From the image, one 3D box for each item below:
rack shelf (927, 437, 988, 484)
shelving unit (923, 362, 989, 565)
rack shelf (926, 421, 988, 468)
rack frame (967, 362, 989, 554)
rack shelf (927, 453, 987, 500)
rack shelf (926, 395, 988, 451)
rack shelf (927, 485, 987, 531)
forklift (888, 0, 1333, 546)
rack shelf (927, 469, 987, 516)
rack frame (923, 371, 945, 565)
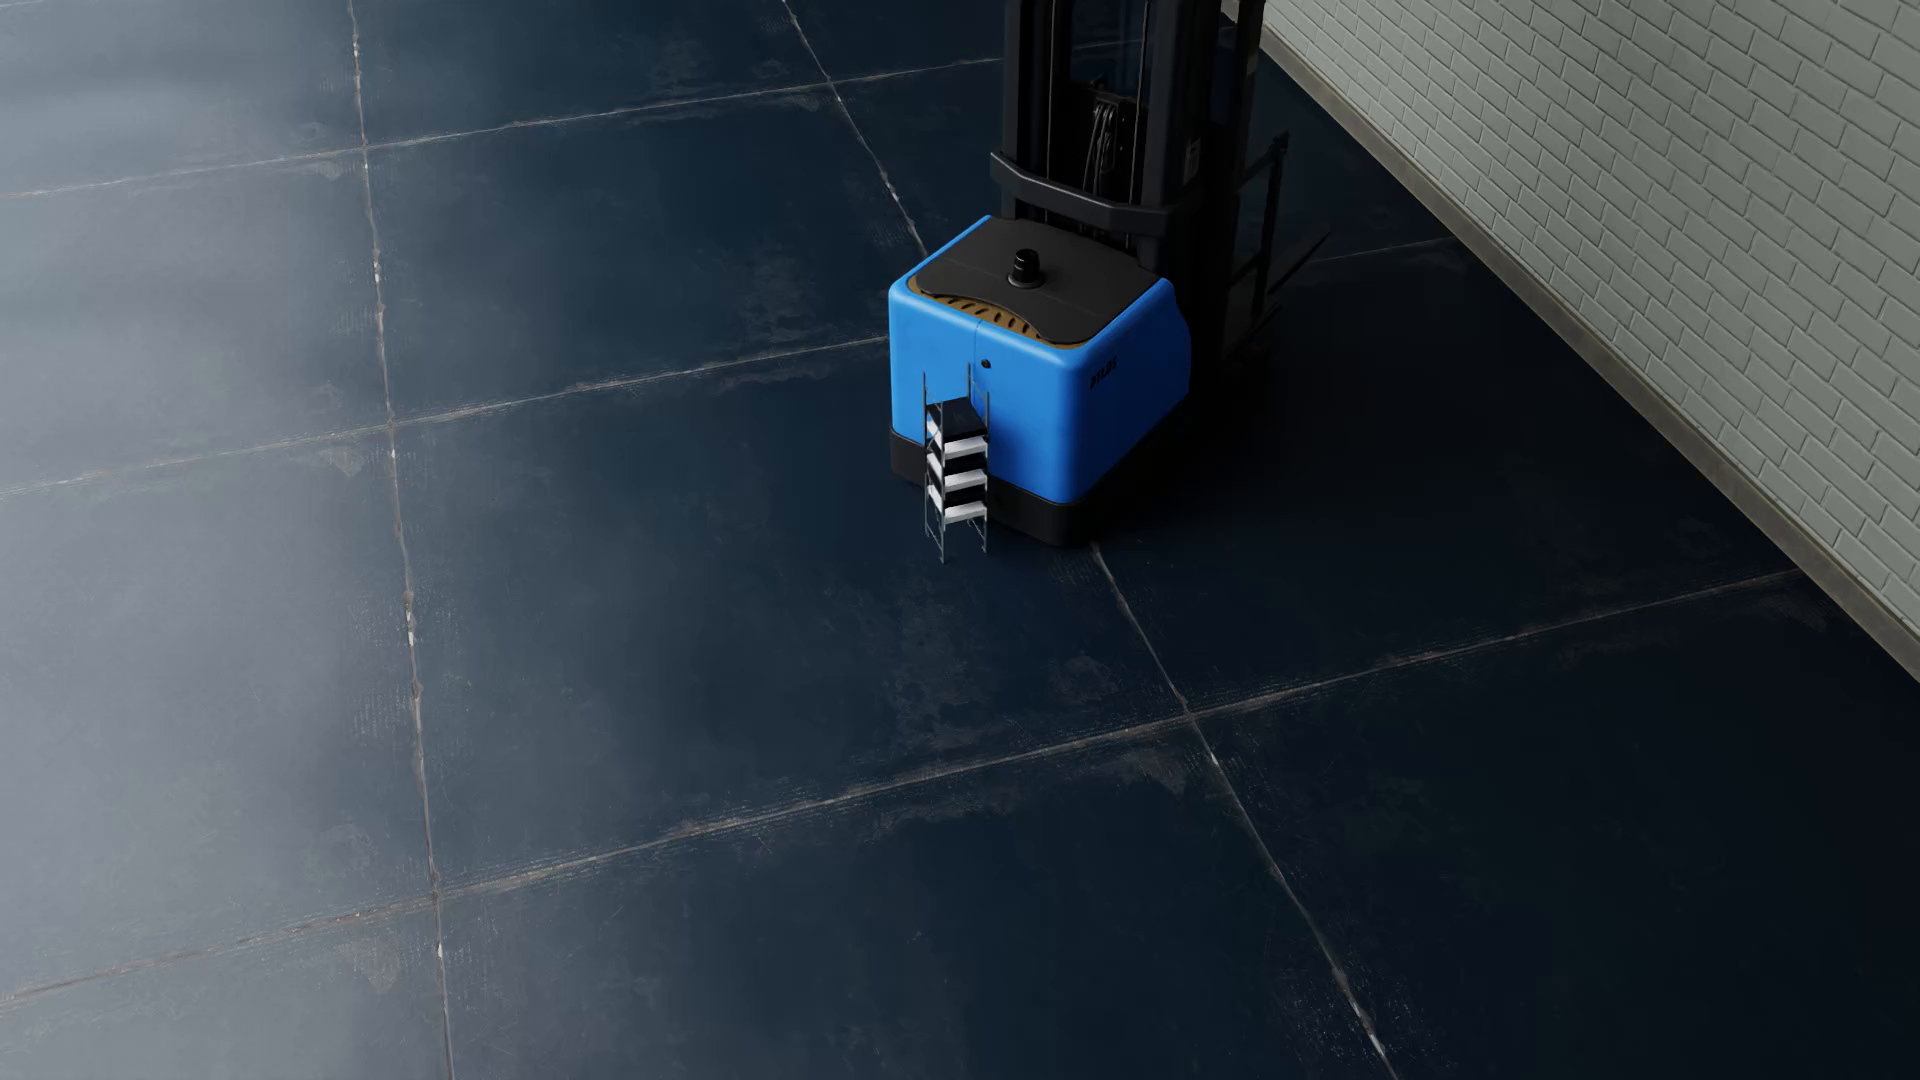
[{"bbox_3d":[-0.018,-0.368,7.250,0.200,0.077,0.258,-14,43,-16],"label":"rack shelf"},{"bbox_3d":[-0.018,-0.325,7.287,0.210,0.900,0.258,-14,43,-16],"label":"shelving unit"},{"bbox_3d":[-0.018,-0.436,7.191,0.200,0.077,0.258,-14,43,-16],"label":"rack shelf"},{"bbox_3d":[0.077,-0.349,7.315,0.006,0.900,0.240,-14,43,-16],"label":"rack frame"},{"bbox_3d":[-0.018,-0.300,7.309,0.200,0.077,0.258,-14,43,-16],"label":"rack shelf"},{"bbox_3d":[-0.018,-0.503,7.132,0.200,0.077,0.258,-14,43,-16],"label":"rack shelf"},{"bbox_3d":[-0.019,-0.165,7.428,0.200,0.077,0.258,-14,43,-16],"label":"rack shelf"},{"bbox_3d":[0.932,-2.004,7.666,1.130,2.935,3.031,25,47,26],"label":"forklift"},{"bbox_3d":[-0.019,-0.232,7.369,0.200,0.077,0.258,-14,43,-16],"label":"rack shelf"},{"bbox_3d":[-0.114,-0.301,7.260,0.006,0.900,0.240,-14,43,-16],"label":"rack frame"}]
